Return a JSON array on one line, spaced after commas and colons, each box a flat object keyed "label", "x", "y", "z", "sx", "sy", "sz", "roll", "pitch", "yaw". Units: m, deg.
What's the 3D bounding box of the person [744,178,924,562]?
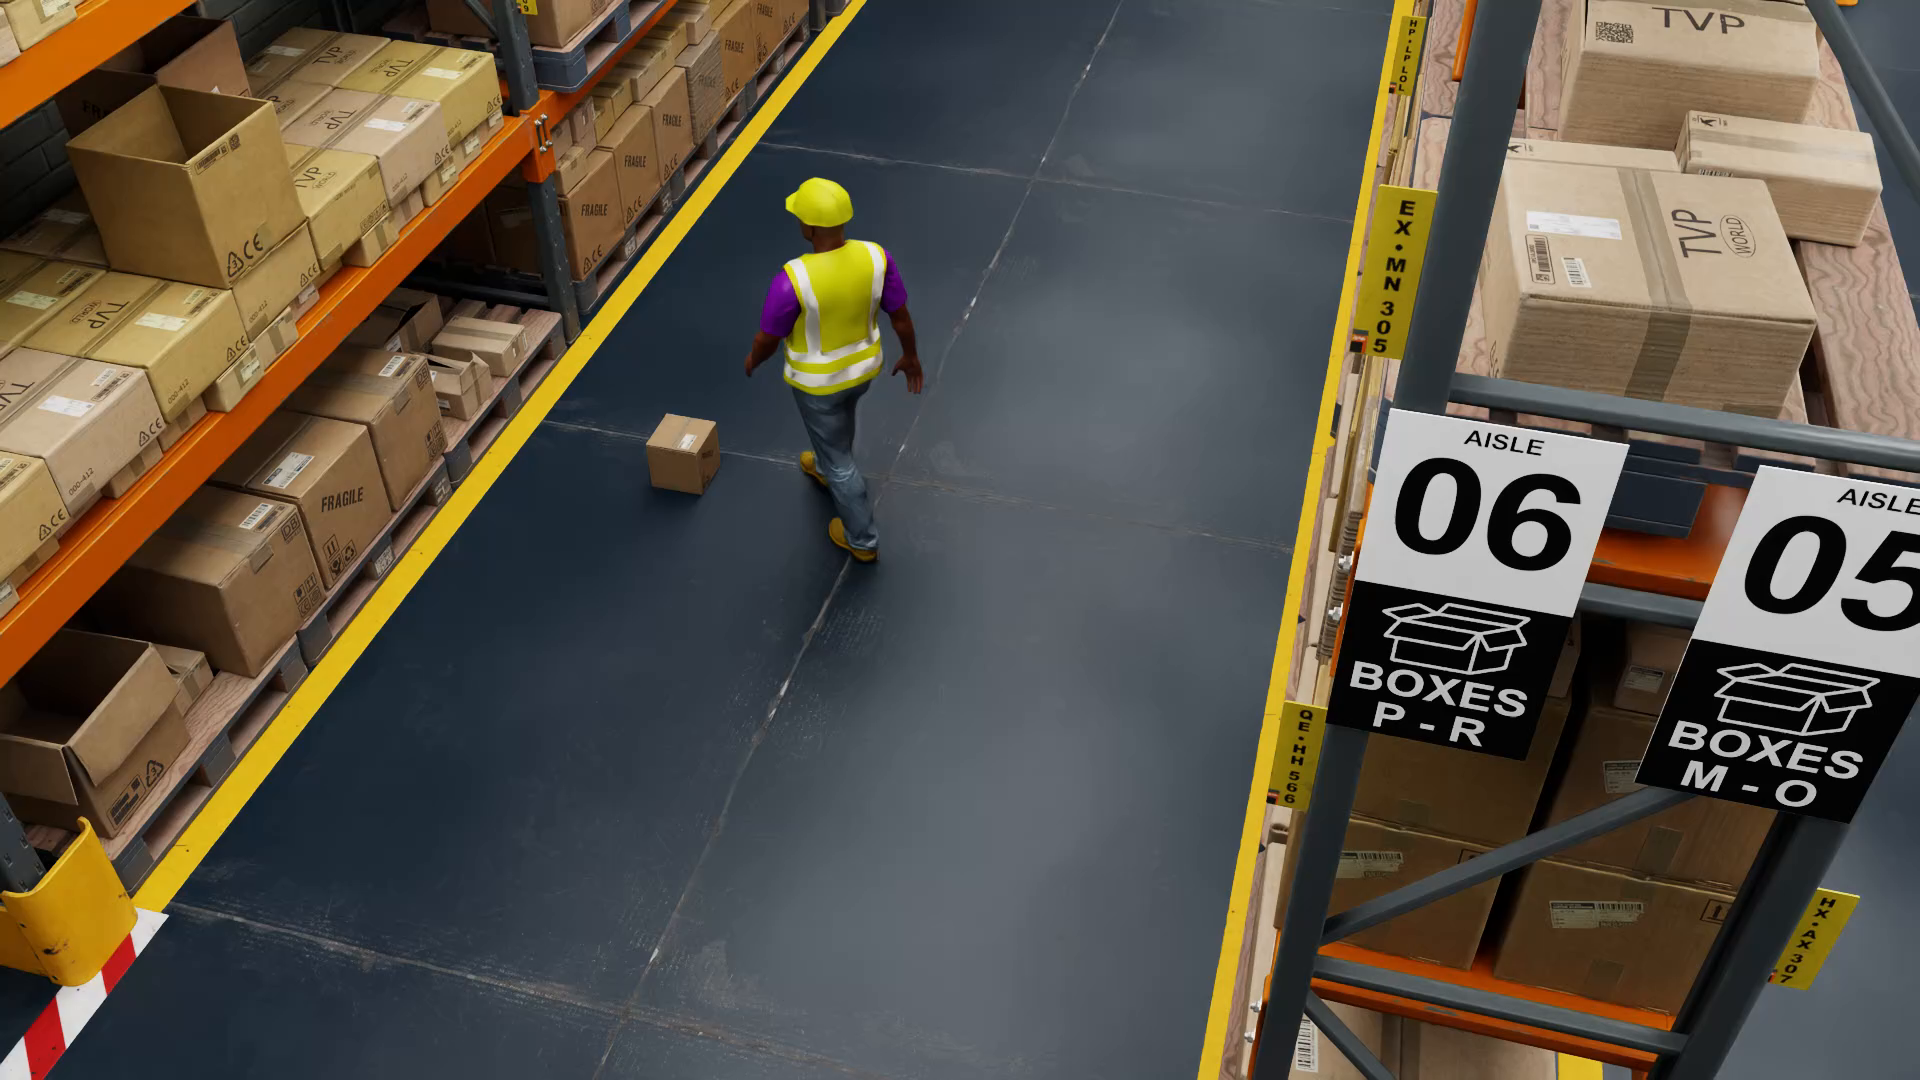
[{"label": "person", "x": -0.586, "y": -0.791, "z": 7.052, "sx": 0.678, "sy": 1.738, "sz": 0.842, "roll": -25, "pitch": 47, "yaw": -26}]
